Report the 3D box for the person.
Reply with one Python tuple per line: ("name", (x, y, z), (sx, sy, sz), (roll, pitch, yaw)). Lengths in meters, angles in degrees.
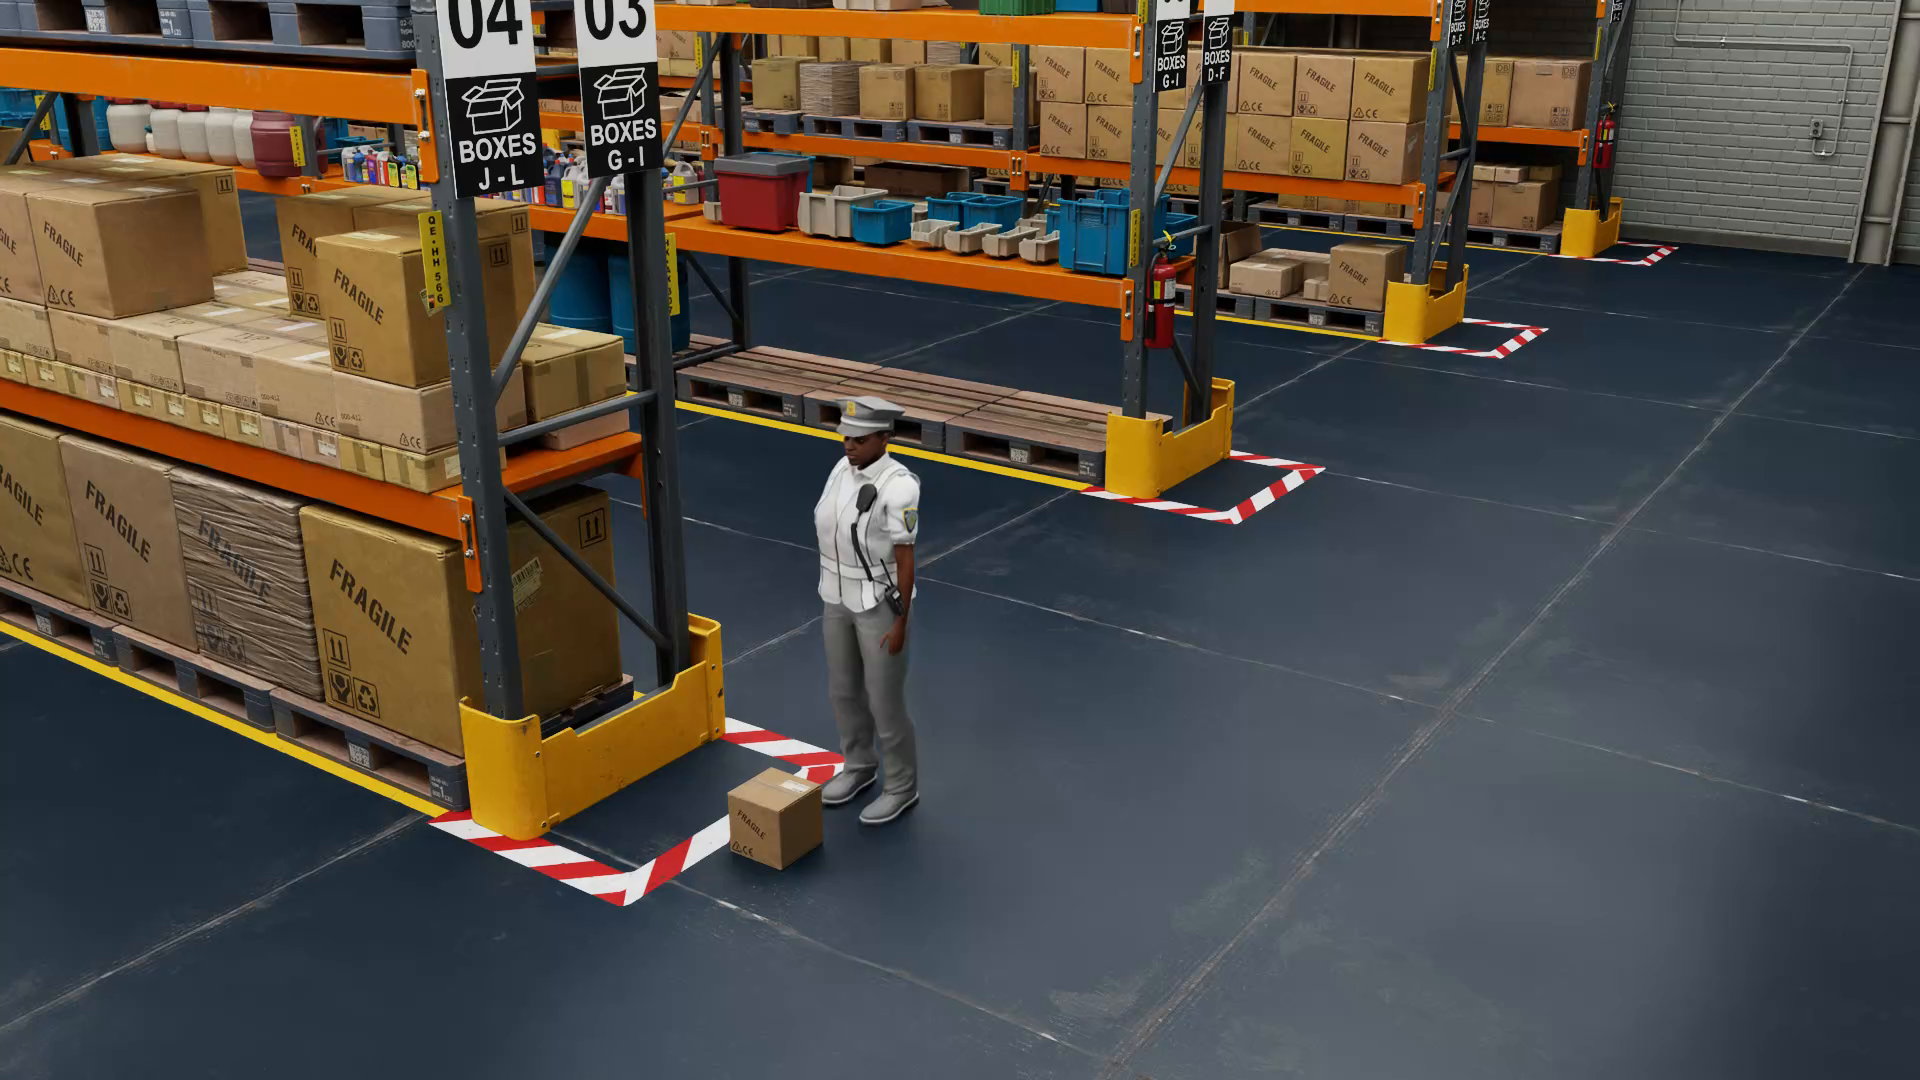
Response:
("person", (-0.353, 0.258, 6.344), (0.436, 1.679, 0.339), (18, 26, 40))
